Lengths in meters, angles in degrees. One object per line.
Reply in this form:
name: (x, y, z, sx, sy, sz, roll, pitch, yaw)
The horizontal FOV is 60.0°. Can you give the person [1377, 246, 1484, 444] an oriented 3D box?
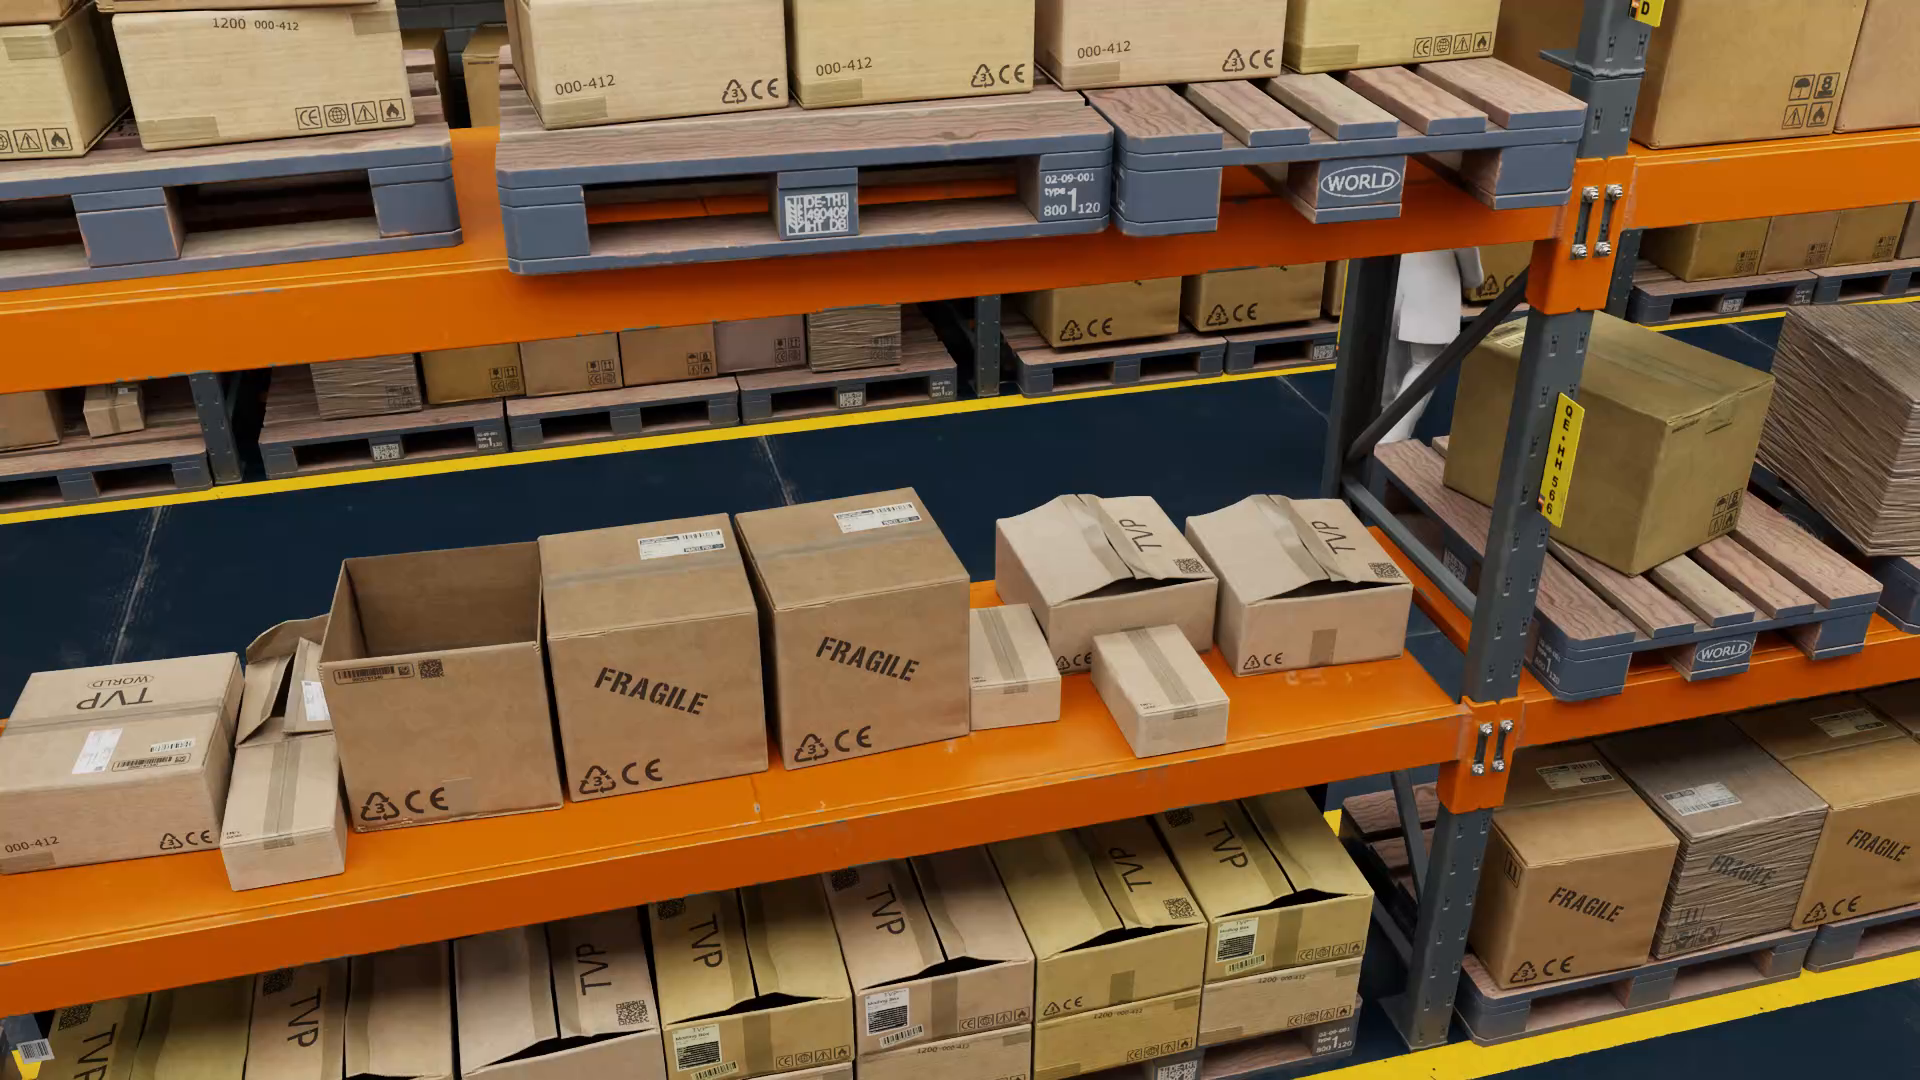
person: (2.321, -1.286, 8.395, 0.567, 1.718, 1.089, 23, 37, 34)
